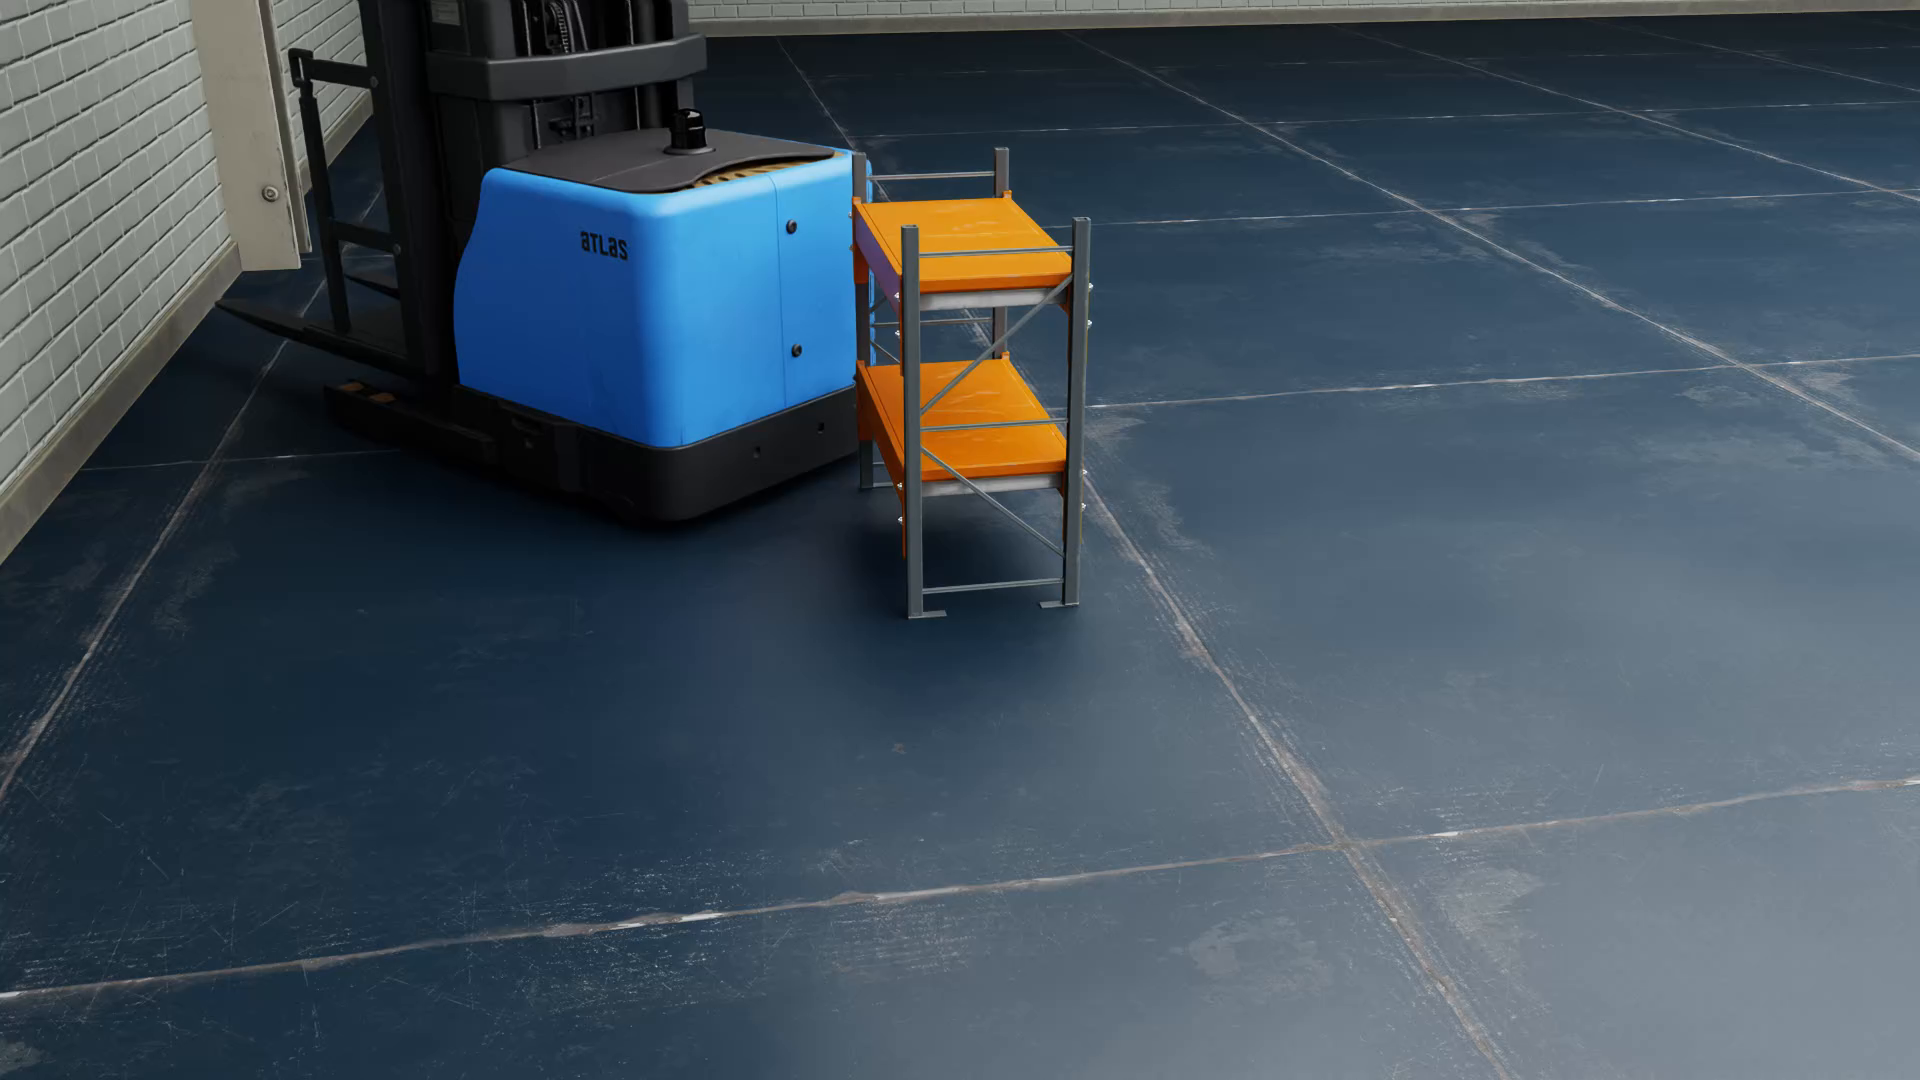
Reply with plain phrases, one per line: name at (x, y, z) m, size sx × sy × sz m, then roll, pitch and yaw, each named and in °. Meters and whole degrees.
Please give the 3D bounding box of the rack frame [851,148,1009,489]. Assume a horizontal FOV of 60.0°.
rack frame at (-0.093, -0.713, 5.477) m, size 0.500 × 1.125 × 0.032 m, roll -4°, pitch 24°, yaw -10°

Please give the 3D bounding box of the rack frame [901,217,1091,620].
rack frame at (0.095, -0.313, 4.561) m, size 0.500 × 1.125 × 0.032 m, roll -4°, pitch 24°, yaw -10°

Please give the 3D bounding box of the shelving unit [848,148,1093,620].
shelving unit at (0.001, -0.513, 5.019) m, size 0.538 × 1.125 × 1.048 m, roll -4°, pitch 24°, yaw -10°

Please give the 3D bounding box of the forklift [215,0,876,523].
forklift at (-1.743, -1.862, 5.852) m, size 3.031 × 2.935 × 1.130 m, roll 18°, pitch 29°, yaw 35°

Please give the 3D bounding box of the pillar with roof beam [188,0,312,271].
pillar with roof beam at (0.712, -5.877, 7.464) m, size 9.100 × 9.000 × 0.400 m, roll -4°, pitch 24°, yaw -10°

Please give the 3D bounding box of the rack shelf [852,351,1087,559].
rack shelf at (0.001, -0.289, 5.117) m, size 0.538 × 0.278 × 1.000 m, roll -4°, pitch 24°, yaw -10°

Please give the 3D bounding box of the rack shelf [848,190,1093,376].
rack shelf at (0.001, -0.781, 4.902) m, size 0.538 × 0.278 × 1.000 m, roll -4°, pitch 24°, yaw -10°
